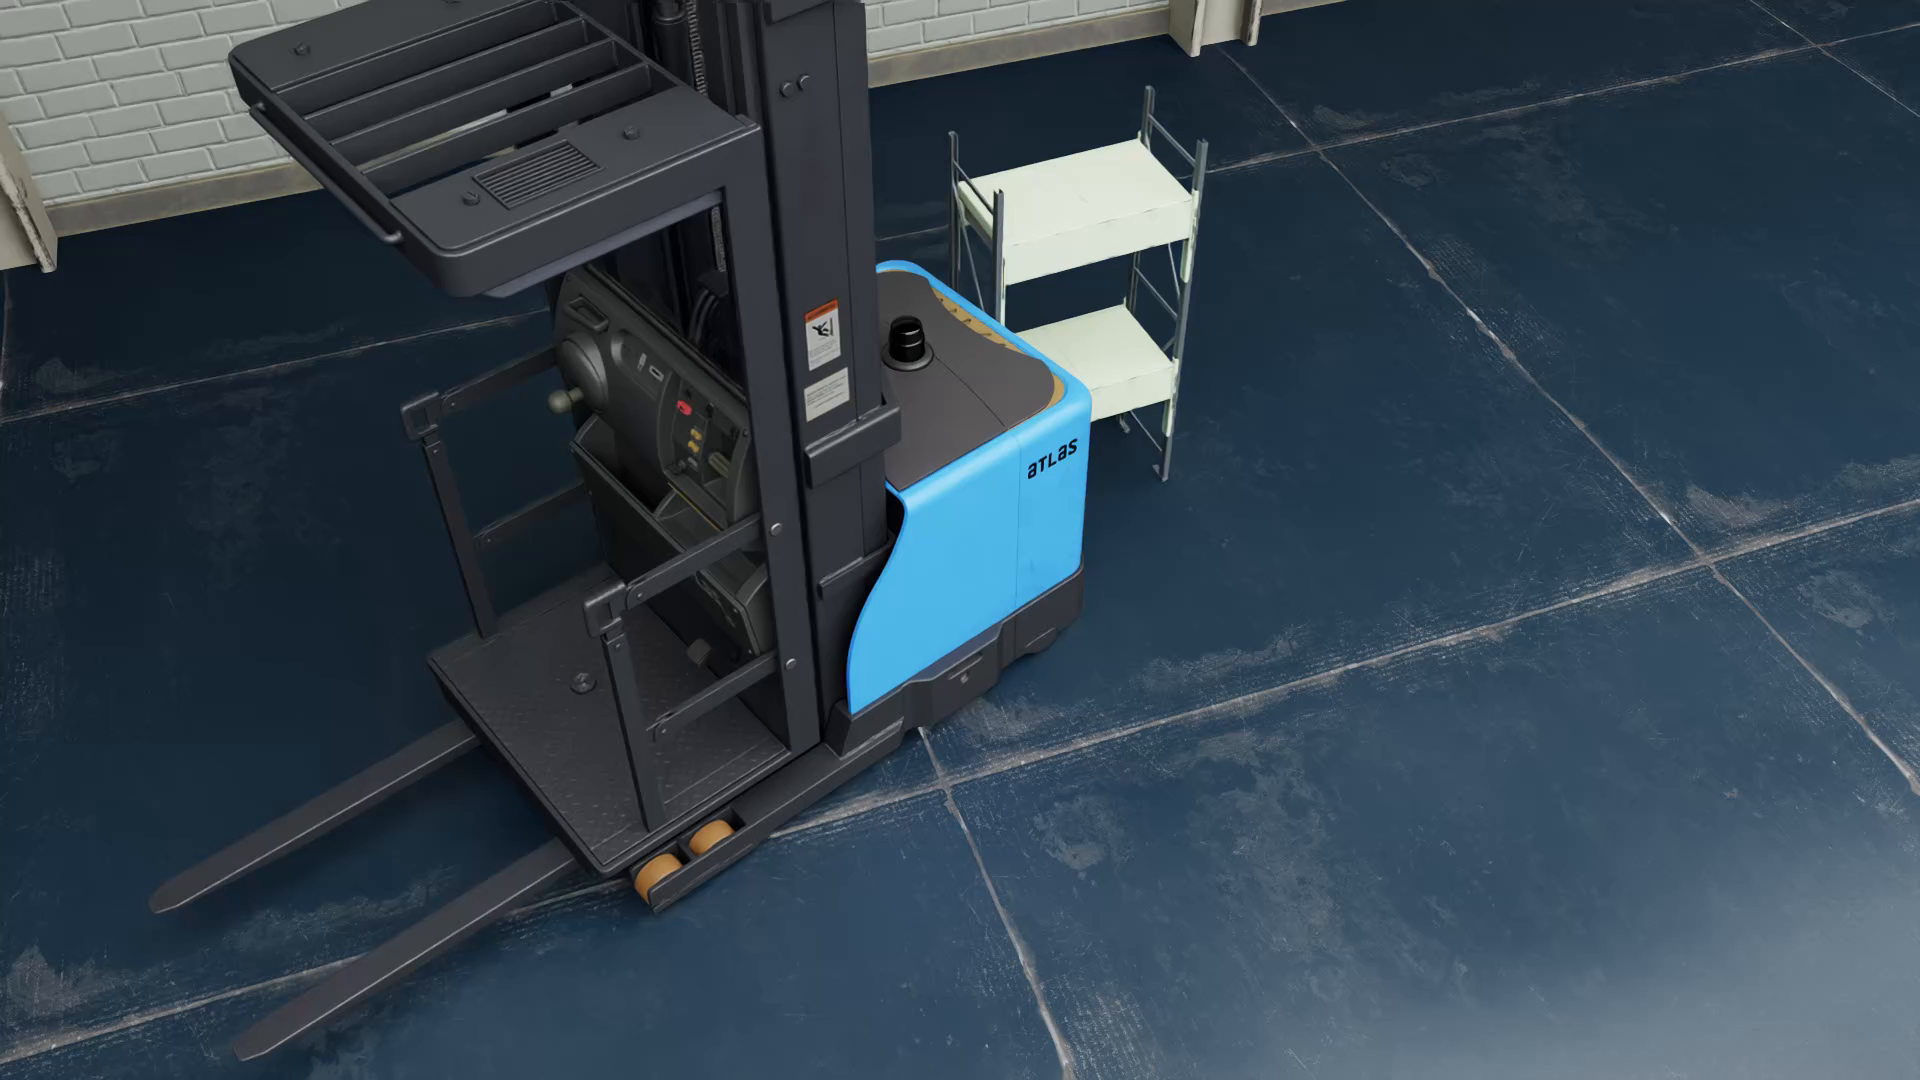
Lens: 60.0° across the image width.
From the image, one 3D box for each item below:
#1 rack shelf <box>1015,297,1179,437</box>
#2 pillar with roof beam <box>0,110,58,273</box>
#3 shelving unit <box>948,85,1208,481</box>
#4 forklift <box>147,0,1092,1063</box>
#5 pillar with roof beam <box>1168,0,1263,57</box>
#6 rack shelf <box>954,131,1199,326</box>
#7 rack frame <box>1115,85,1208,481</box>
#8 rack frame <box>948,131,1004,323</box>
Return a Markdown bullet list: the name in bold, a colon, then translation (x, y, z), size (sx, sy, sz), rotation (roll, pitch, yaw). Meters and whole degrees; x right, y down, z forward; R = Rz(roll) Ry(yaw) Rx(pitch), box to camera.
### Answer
- **rack shelf**: translation (0.385, -0.557, 6.207), size (0.720, 0.370, 0.431), rotation (-17, 48, -16)
- **pillar with roof beam**: translation (-2.829, -1.571, 1.462), size (0.400, 9.000, 9.100), rotation (-14, 47, -14)
- **shelving unit**: translation (0.385, -0.787, 5.976), size (0.755, 1.500, 0.431), rotation (-17, 48, -16)
- **forklift**: translation (-1.019, -0.330, 4.510), size (3.031, 2.935, 1.130), rotation (-31, 53, -27)
- **pillar with roof beam**: translation (2.814, -3.014, 2.900), size (0.400, 9.000, 9.100), rotation (-14, 47, -14)
- **rack shelf**: translation (0.385, -1.063, 5.699), size (0.720, 0.370, 0.431), rotation (-17, 48, -16)
- **rack frame**: translation (0.720, -0.891, 6.079), size (0.023, 1.500, 0.400), rotation (-17, 48, -16)
- **rack frame**: translation (0.049, -0.684, 5.873), size (0.023, 1.500, 0.400), rotation (-17, 48, -16)
